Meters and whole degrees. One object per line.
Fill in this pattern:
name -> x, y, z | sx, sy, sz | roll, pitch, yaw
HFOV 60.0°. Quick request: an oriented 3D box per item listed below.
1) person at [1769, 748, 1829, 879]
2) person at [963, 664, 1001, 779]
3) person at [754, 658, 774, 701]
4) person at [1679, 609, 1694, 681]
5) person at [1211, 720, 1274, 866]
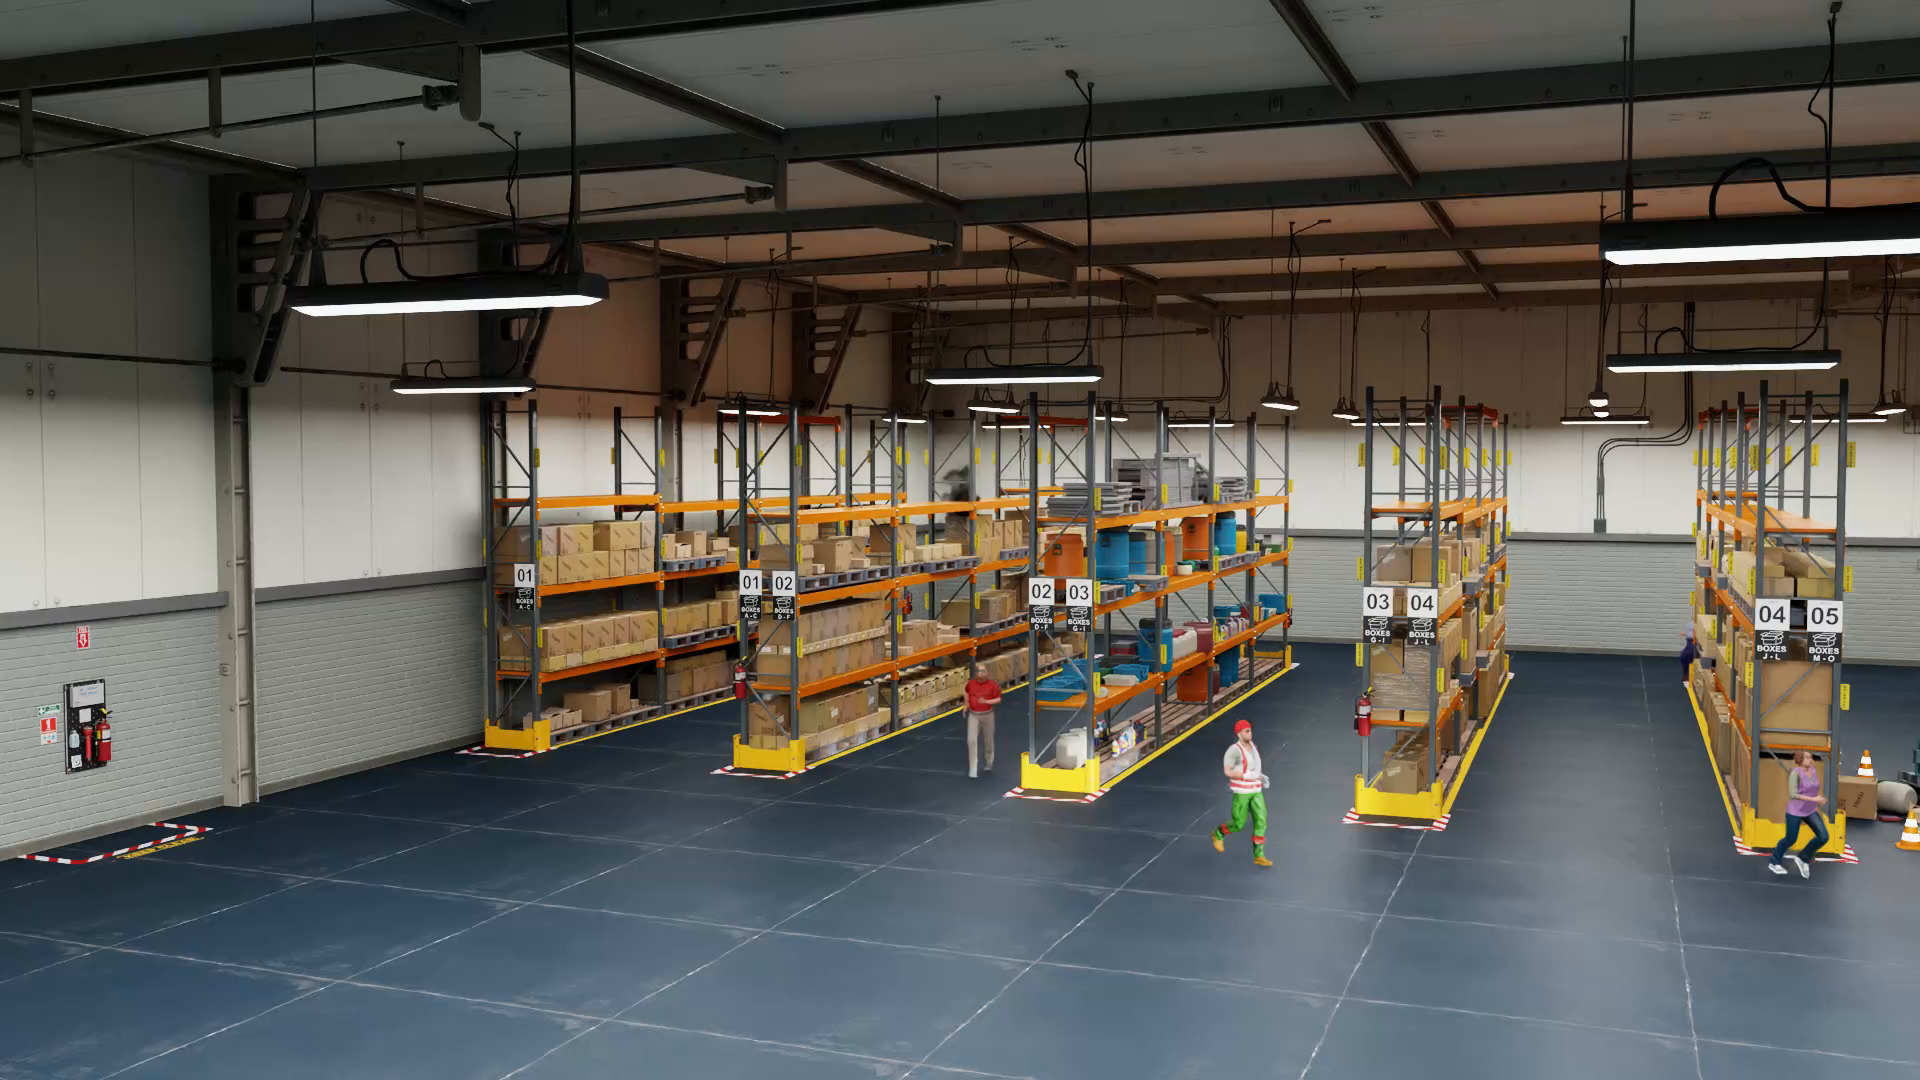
person -> 9.966, 3.235, 19.650 | 0.555, 1.533, 0.786 | -1, 3, -18
person -> 0.342, 2.857, 26.228 | 0.634, 1.803, 0.789 | 0, 3, 9
person -> -3.563, 2.652, 31.046 | 0.572, 1.658, 0.822 | 0, 3, 9
person -> 16.444, 2.368, 37.304 | 0.577, 1.686, 0.676 | 0, 3, 7
person -> 3.511, 3.102, 20.521 | 0.669, 1.764, 0.918 | -2, 3, -36
